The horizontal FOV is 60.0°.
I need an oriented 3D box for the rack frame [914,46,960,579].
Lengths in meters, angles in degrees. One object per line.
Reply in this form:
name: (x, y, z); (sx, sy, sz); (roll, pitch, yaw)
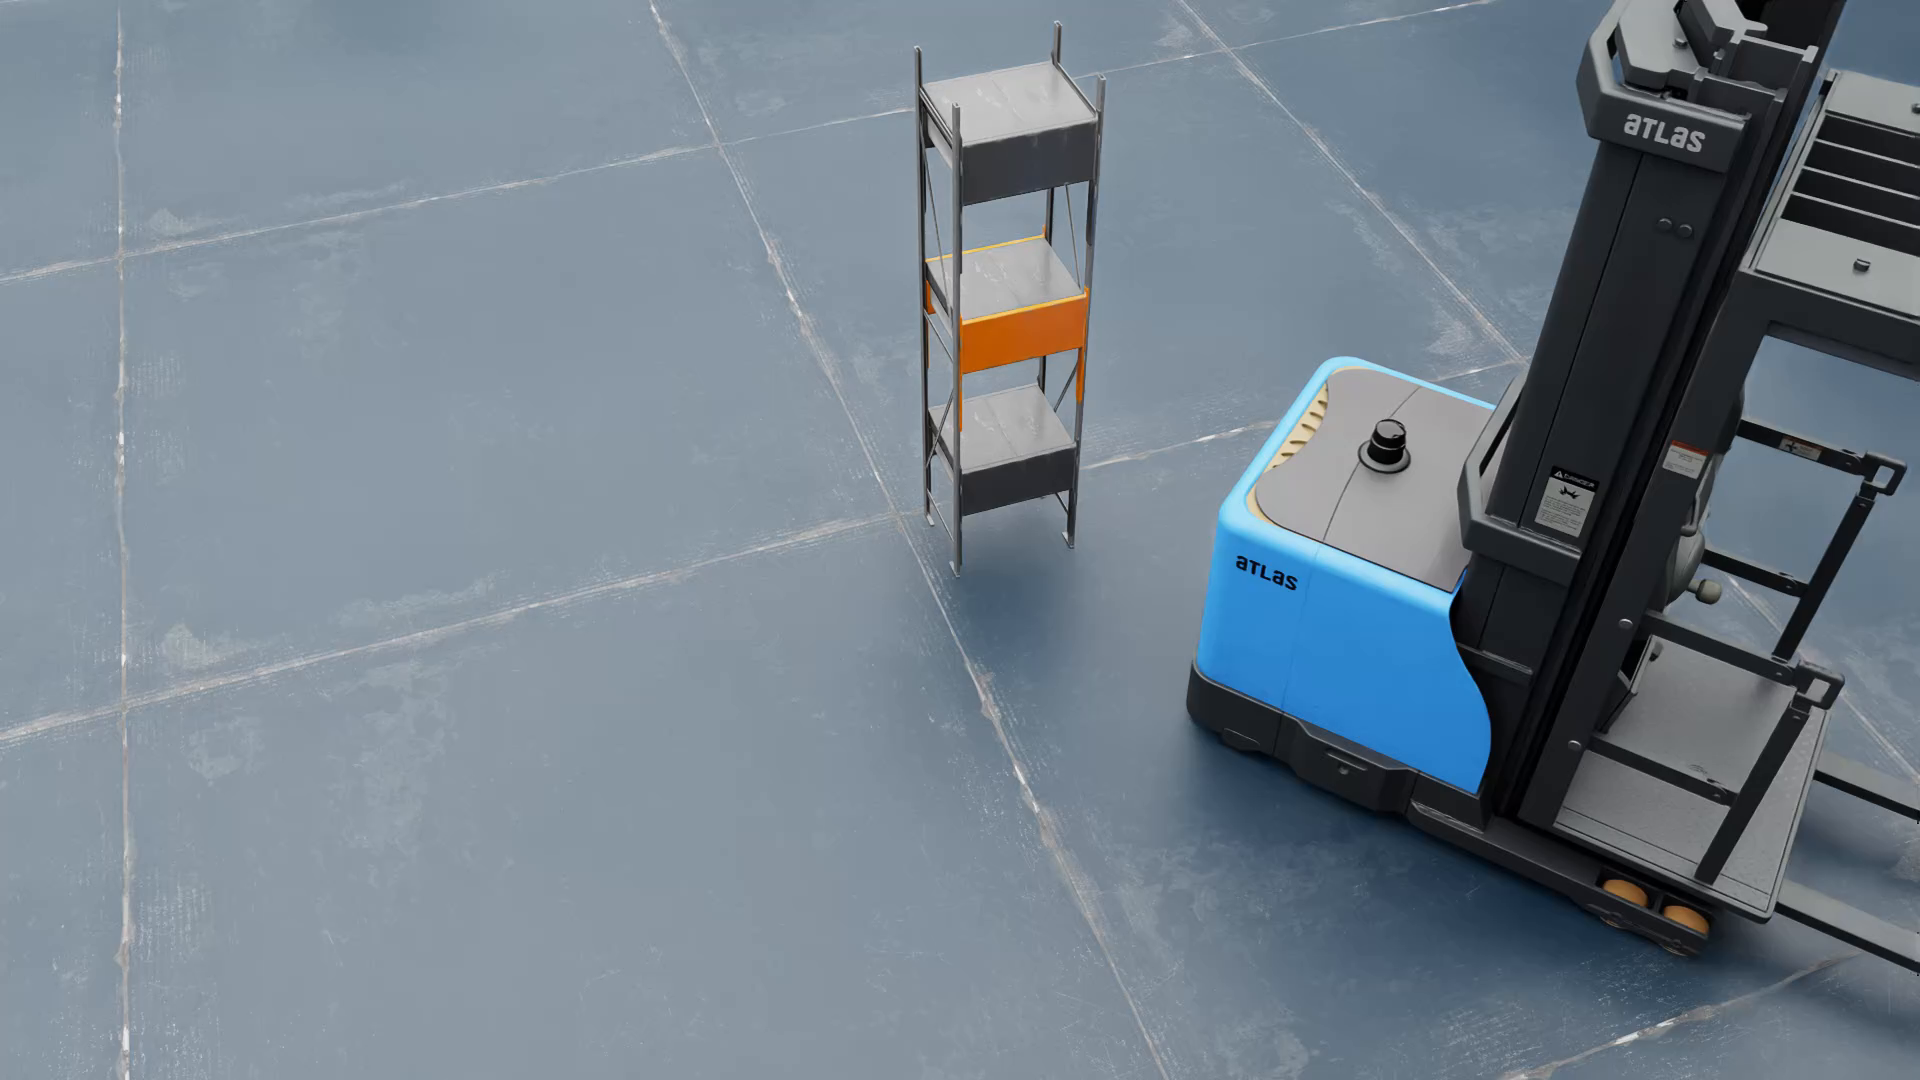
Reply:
rack frame: (-0.074, -0.722, 5.987); (0.015, 2.100, 0.400); (-14, 47, -14)

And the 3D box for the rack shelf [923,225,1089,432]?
rack shelf: (0.156, -0.771, 6.056); (0.480, 0.518, 0.431); (-14, 47, -14)

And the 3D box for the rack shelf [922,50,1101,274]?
rack shelf: (0.156, -1.266, 5.560); (0.480, 0.518, 0.431); (-14, 47, -14)

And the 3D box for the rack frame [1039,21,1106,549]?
rack frame: (0.385, -0.840, 6.104); (0.015, 2.100, 0.400); (-14, 47, -14)

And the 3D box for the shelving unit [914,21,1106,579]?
shelving unit: (0.156, -0.781, 6.046); (0.503, 2.100, 0.431); (-14, 47, -14)

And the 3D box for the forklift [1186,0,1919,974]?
forklift: (2.350, -0.122, 4.802); (3.031, 2.935, 1.130); (23, 49, 21)

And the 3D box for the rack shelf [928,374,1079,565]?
rack shelf: (0.156, -0.277, 6.551); (0.480, 0.518, 0.431); (-14, 47, -14)
